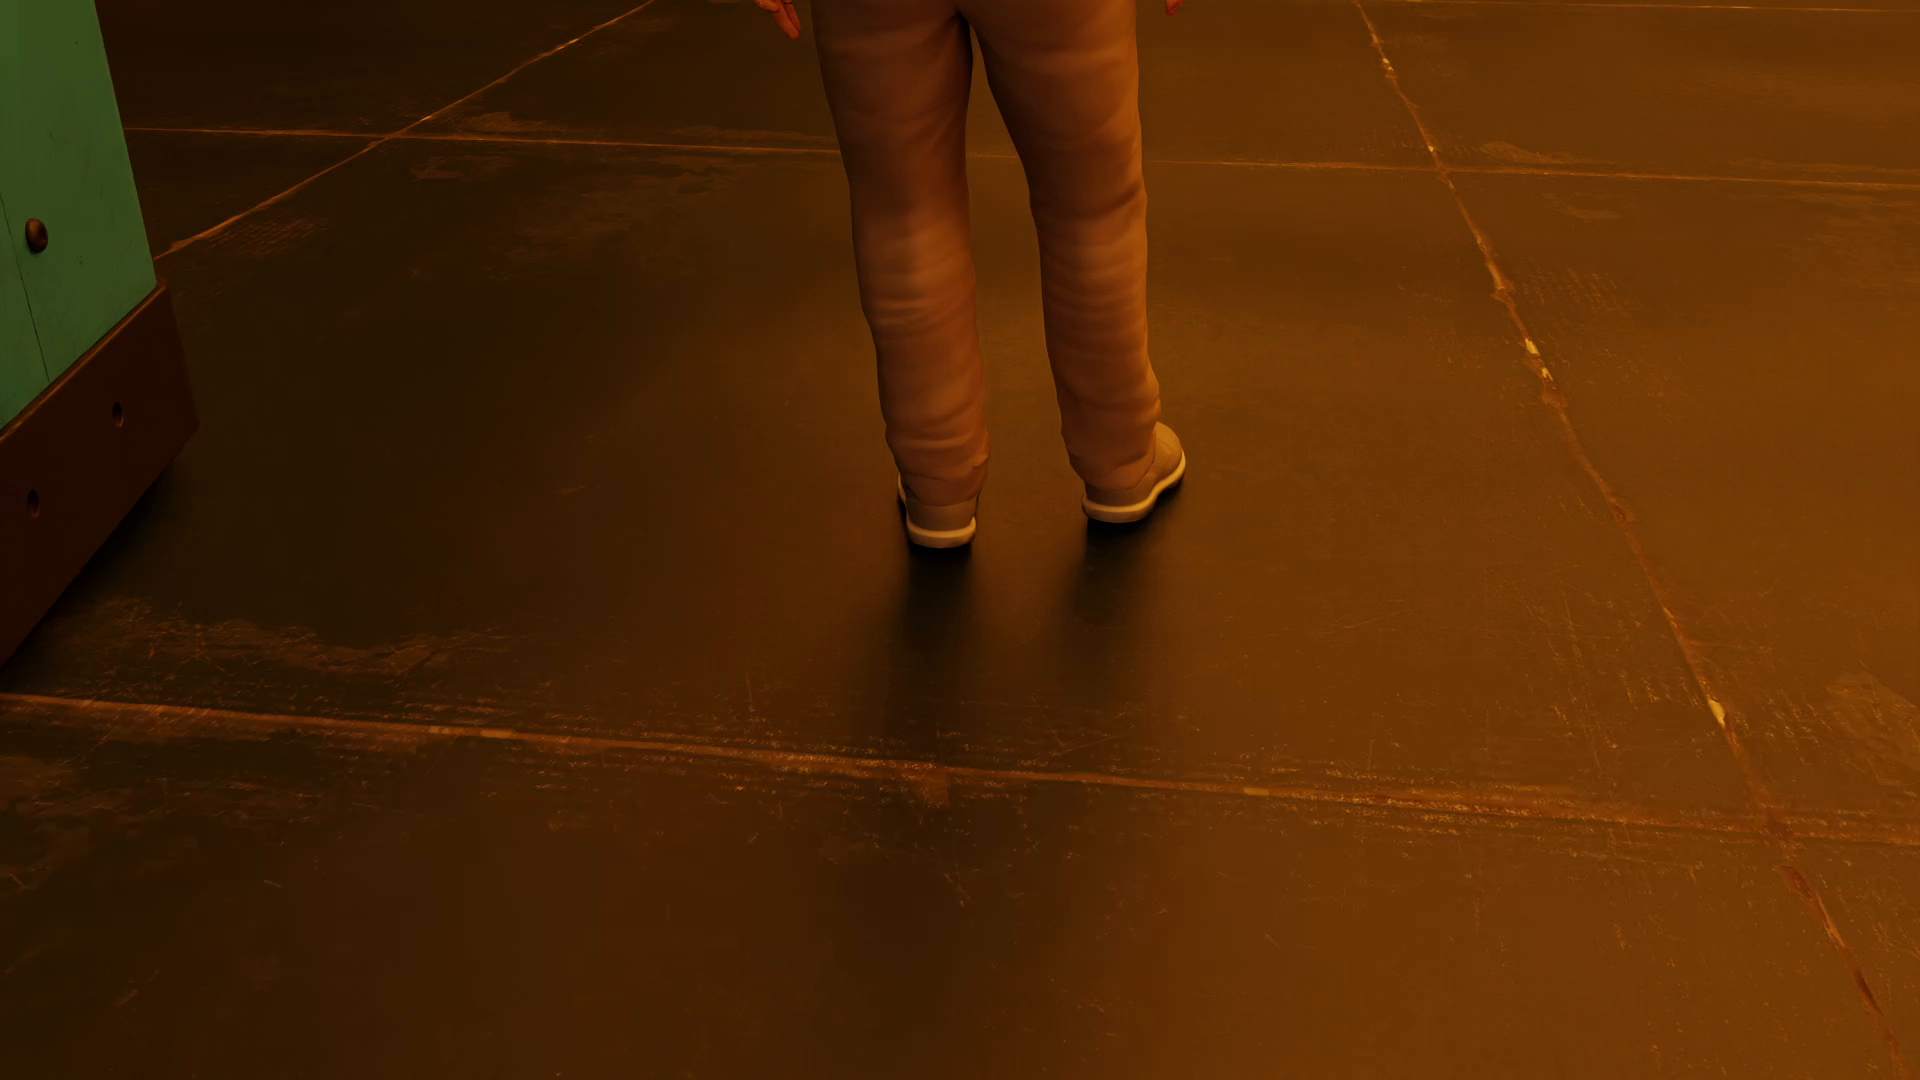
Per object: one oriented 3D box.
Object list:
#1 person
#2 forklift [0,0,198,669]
[{"bbox_3d":[0.023,-0.820,2.189,0.641,1.727,0.550,3,27,7],"label":"person"},{"bbox_3d":[-2.706,-1.174,1.570,3.031,2.935,1.130,-2,27,-5],"label":"forklift"}]
